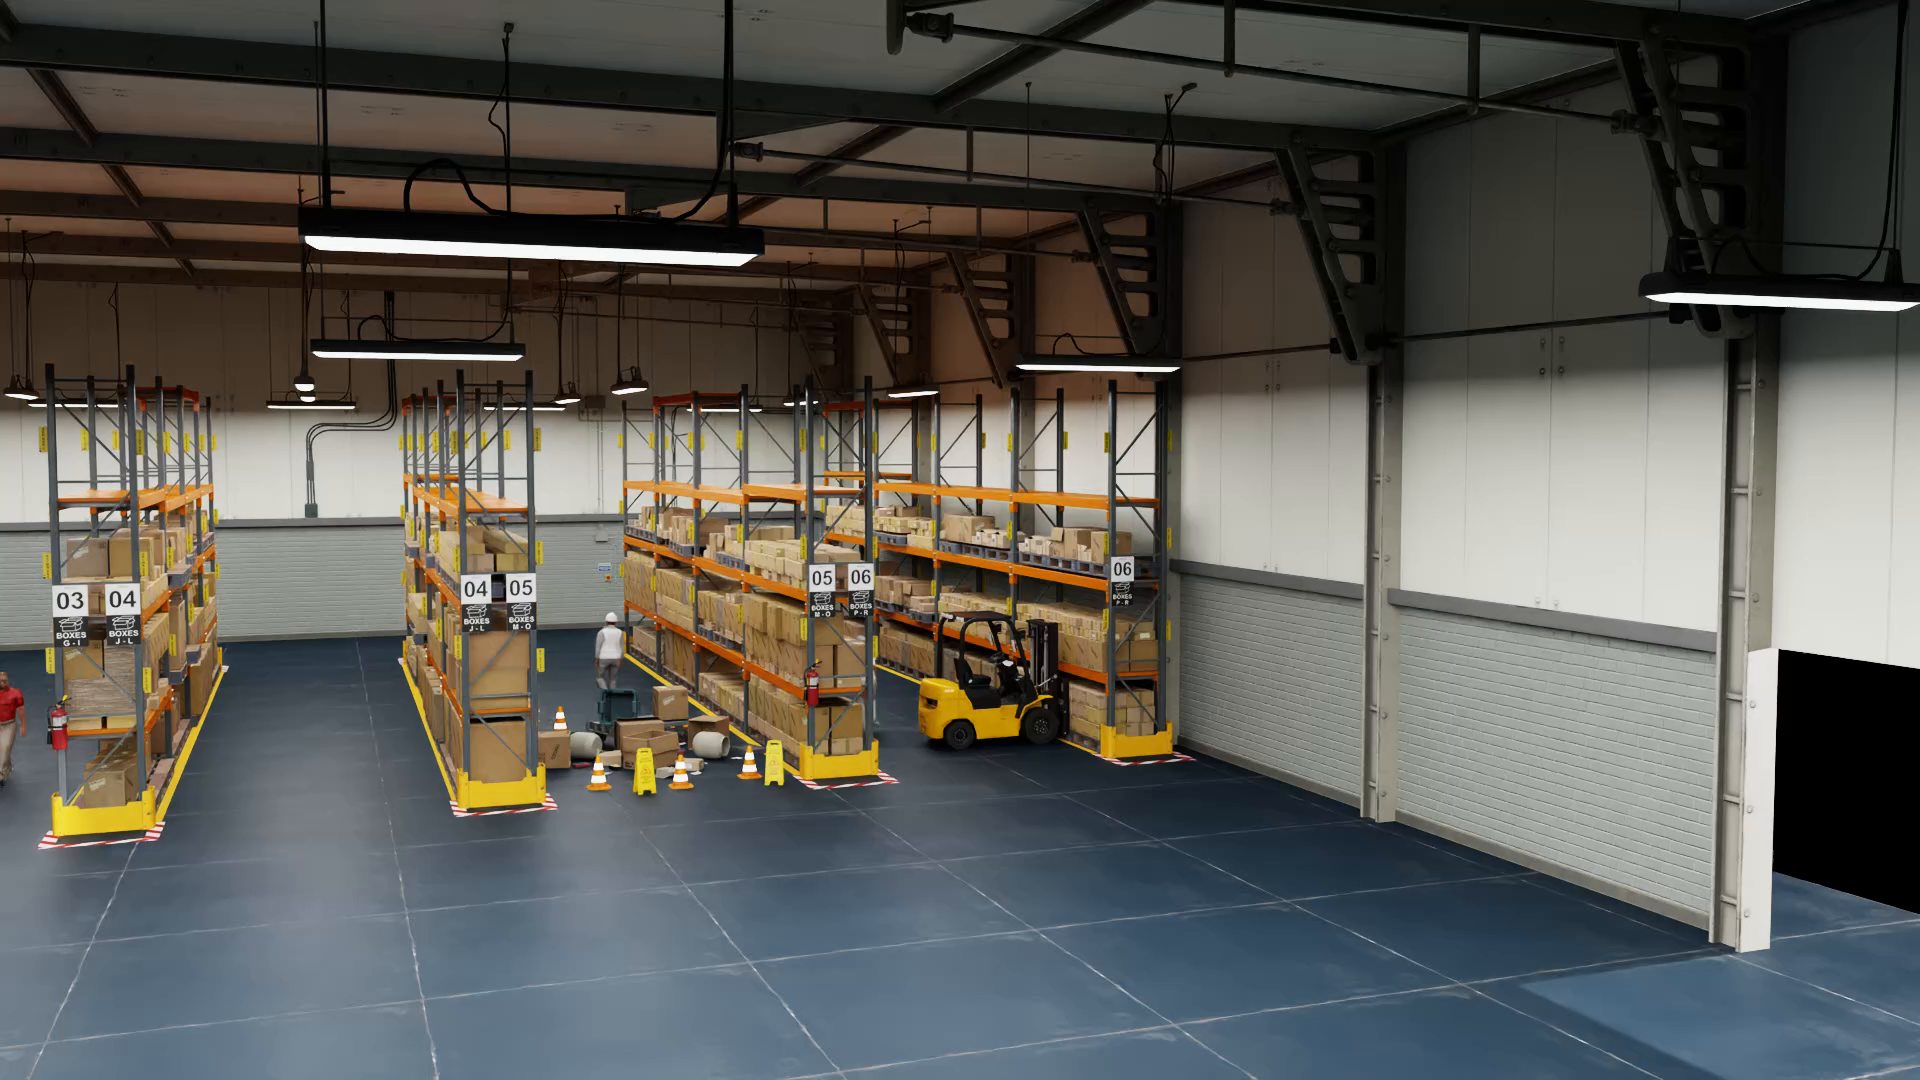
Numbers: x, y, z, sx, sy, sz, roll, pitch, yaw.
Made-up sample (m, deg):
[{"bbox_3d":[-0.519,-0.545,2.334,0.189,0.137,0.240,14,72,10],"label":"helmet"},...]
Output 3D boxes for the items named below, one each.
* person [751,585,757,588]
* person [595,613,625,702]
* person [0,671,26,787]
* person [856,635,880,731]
[{"bbox_3d":[-4.836,1.909,39.269,0.393,1.721,0.493,1,4,21],"label":"person"},{"bbox_3d":[-6.633,2.265,31.519,0.569,1.770,0.461,-2,4,-24],"label":"person"},{"bbox_3d":[-14.055,2.750,24.338,0.529,1.644,1.139,-1,3,-11],"label":"person"},{"bbox_3d":[-1.677,2.478,28.941,0.546,1.654,0.492,-1,3,-14],"label":"person"}]
